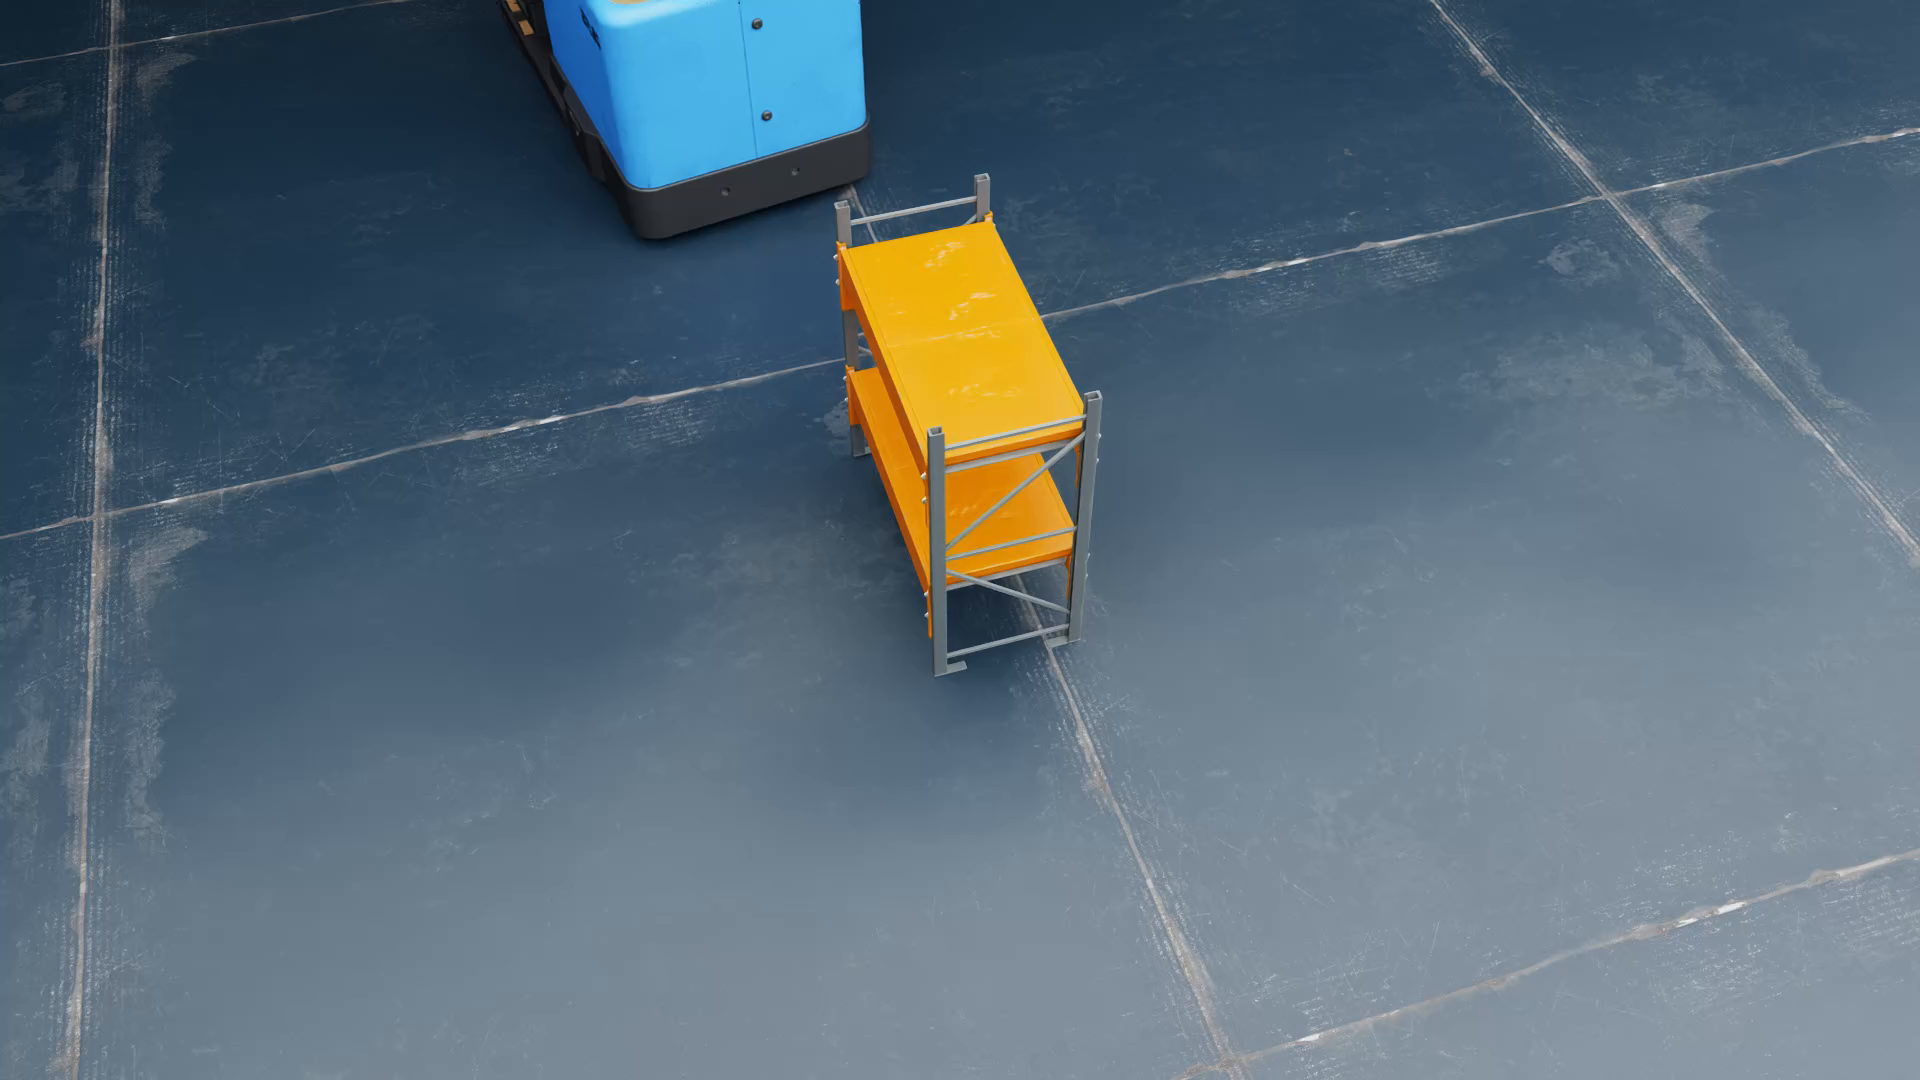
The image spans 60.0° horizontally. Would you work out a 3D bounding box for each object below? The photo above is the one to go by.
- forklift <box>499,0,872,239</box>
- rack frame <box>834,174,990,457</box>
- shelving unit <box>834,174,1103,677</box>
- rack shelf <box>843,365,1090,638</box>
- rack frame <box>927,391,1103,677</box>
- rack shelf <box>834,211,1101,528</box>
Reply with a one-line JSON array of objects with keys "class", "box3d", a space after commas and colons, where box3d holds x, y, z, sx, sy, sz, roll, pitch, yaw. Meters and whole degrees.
[{"class": "forklift", "box3d": [-1.471, -3.293, 6.609, 1.130, 2.935, 3.031, -21, 53, -17]}, {"class": "rack frame", "box3d": [-0.148, -0.729, 5.629, 0.500, 1.125, 0.032, -13, 51, -11]}, {"class": "shelving unit", "box3d": [0.002, -0.358, 5.316, 0.538, 1.125, 1.048, -13, 51, -11]}, {"class": "rack shelf", "box3d": [0.002, -0.200, 5.503, 0.538, 0.278, 1.000, -13, 51, -11]}, {"class": "rack frame", "box3d": [0.152, 0.014, 5.003, 0.500, 1.125, 0.032, -13, 51, -11]}, {"class": "rack shelf", "box3d": [0.002, -0.546, 5.092, 0.538, 0.278, 1.000, -13, 51, -11]}]
